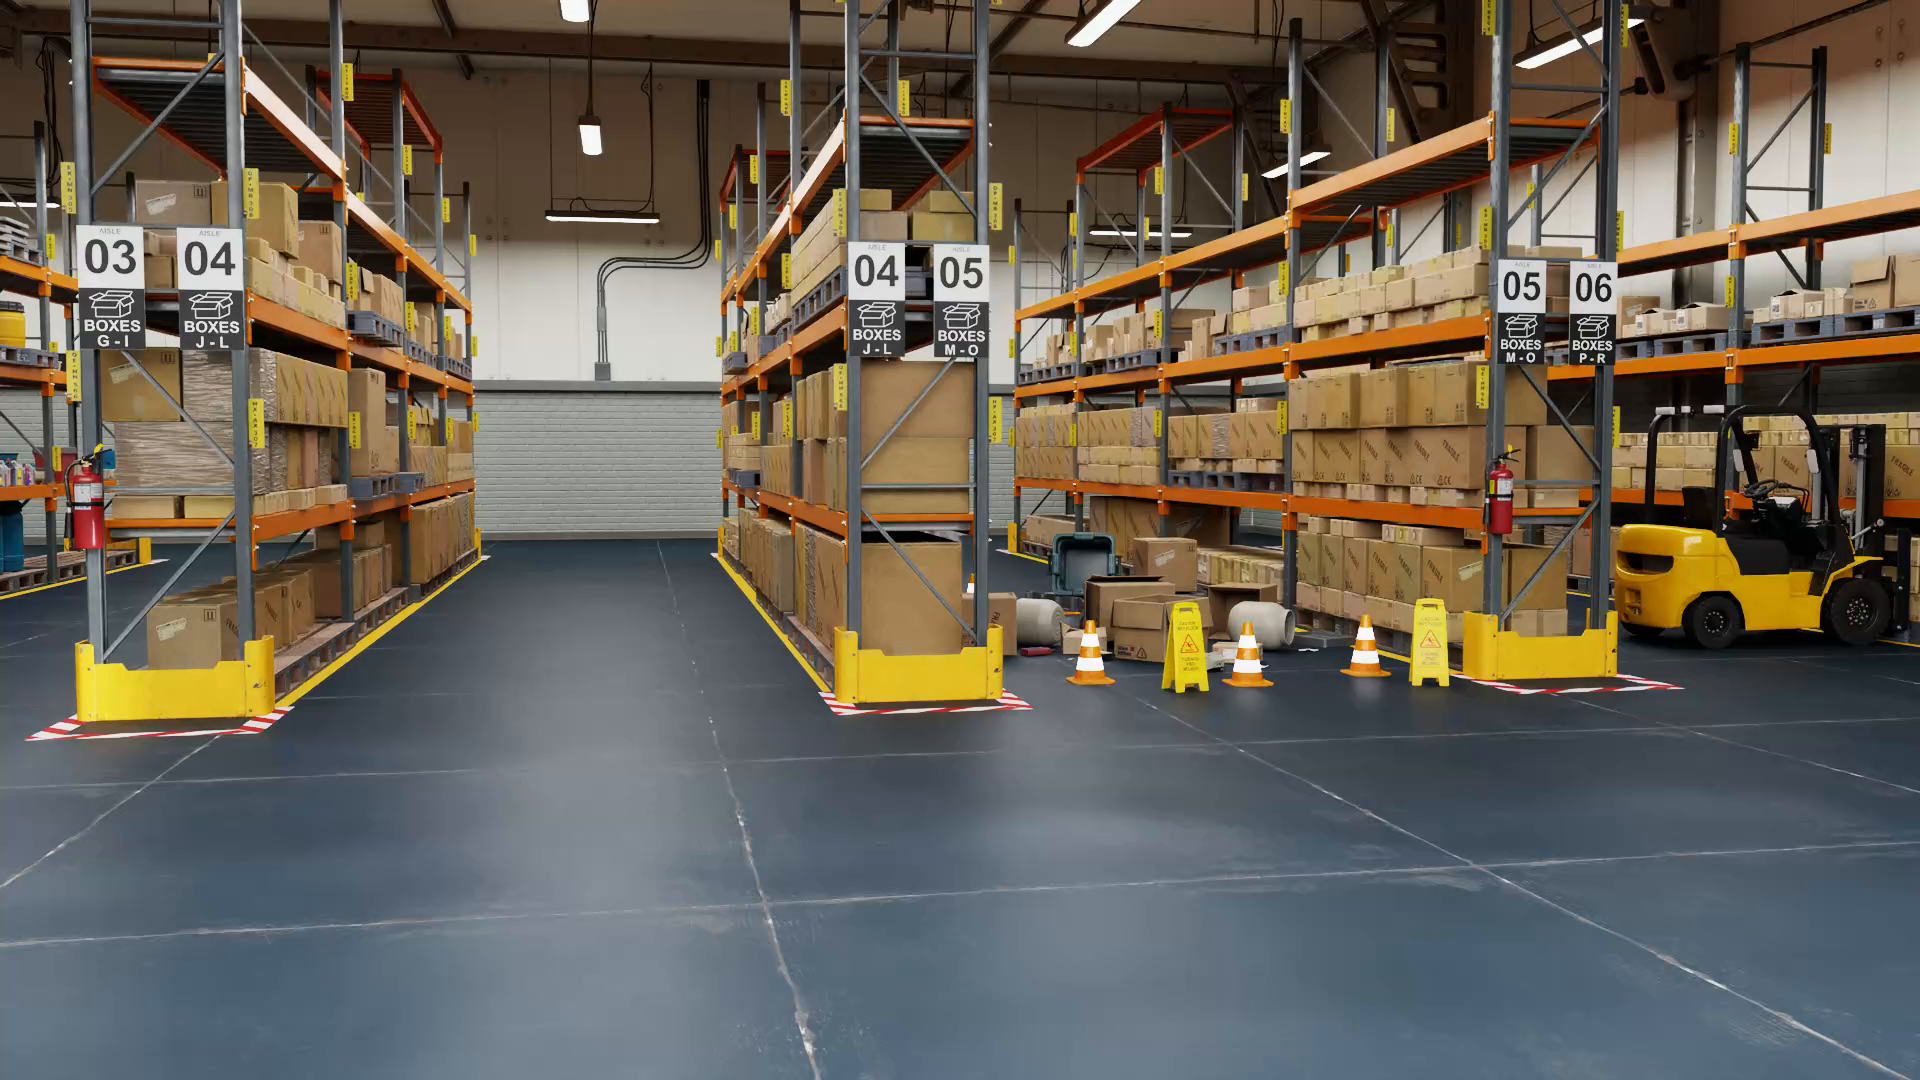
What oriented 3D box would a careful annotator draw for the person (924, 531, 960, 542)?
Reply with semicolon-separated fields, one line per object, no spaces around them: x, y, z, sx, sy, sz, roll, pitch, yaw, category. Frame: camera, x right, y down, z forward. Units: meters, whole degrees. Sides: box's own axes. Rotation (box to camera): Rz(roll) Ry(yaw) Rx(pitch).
-0.219;-0.212;20.465;0.502;1.694;0.428;0;3;-2;person
